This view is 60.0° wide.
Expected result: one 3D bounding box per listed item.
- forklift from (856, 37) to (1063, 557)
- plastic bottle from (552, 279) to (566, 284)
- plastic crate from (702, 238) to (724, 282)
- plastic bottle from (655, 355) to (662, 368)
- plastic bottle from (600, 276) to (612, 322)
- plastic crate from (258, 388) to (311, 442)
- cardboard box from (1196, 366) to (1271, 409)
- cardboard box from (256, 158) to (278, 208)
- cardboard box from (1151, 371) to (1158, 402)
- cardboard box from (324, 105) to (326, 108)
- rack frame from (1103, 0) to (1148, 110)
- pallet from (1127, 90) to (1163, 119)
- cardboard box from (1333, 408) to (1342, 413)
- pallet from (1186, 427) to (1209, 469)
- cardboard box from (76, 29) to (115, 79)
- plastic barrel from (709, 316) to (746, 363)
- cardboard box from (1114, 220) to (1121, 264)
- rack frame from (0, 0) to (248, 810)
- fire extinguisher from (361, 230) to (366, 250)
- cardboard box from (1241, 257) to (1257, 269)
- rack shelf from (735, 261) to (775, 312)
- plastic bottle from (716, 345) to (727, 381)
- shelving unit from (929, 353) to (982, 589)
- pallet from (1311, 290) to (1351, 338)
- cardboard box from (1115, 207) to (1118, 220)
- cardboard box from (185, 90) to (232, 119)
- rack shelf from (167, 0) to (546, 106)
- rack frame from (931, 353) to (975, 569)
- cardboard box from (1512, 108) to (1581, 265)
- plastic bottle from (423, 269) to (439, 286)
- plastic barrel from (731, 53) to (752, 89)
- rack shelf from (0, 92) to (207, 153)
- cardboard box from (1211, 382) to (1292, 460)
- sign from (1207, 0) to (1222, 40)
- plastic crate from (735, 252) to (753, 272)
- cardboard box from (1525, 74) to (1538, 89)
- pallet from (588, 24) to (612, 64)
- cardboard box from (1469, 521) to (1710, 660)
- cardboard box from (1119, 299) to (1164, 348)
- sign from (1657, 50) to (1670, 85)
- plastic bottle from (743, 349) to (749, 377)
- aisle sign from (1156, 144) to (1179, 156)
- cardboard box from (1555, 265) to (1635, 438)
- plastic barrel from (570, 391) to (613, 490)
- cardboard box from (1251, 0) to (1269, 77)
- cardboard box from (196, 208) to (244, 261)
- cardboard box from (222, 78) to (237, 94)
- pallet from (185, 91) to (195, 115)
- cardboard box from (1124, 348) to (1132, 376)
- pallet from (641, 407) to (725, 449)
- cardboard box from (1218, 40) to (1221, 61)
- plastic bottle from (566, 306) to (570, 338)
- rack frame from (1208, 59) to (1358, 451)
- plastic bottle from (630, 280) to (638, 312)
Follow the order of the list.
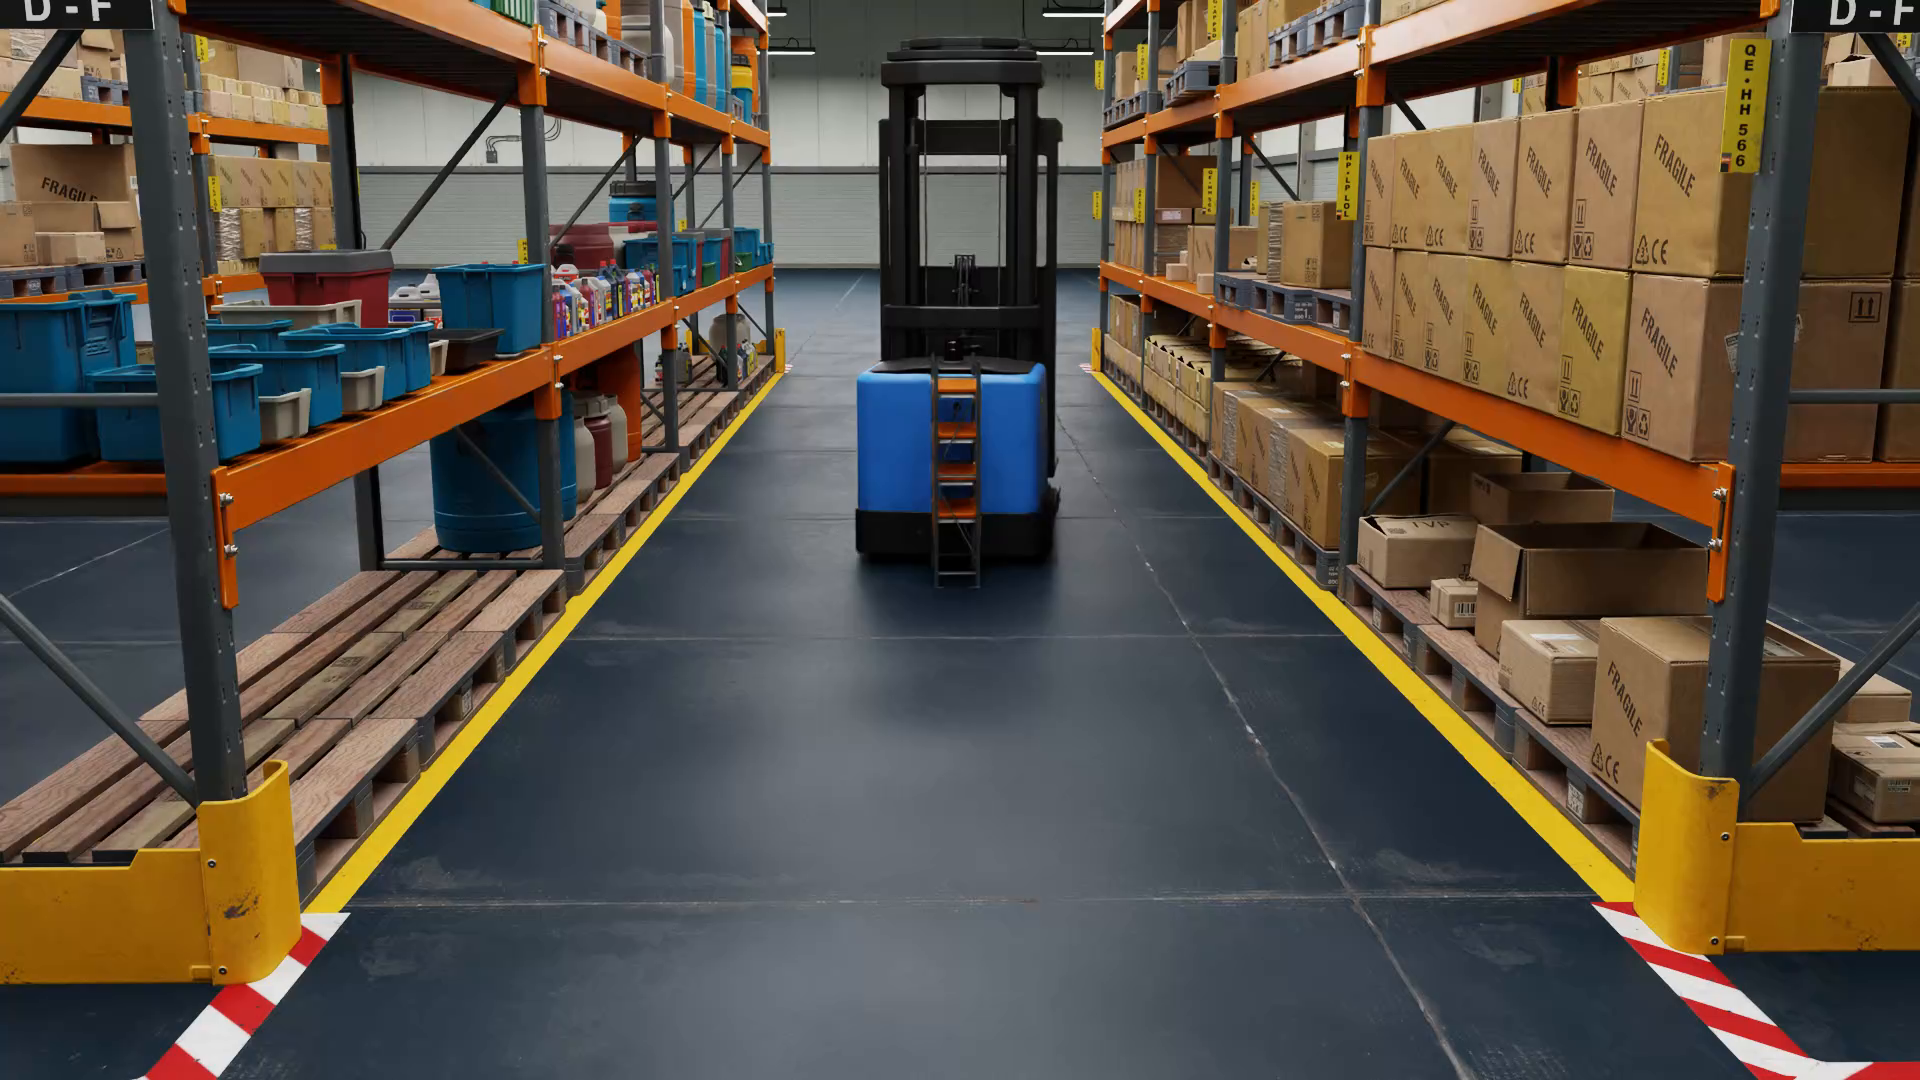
[{"bbox_3d":[0.078,-1.583,10.491,1.130,2.935,3.031,1,12,6],"label":"forklift"},{"bbox_3d":[-2.307,-1.357,9.517,0.152,0.276,0.135,0,11,-1],"label":"plastic bottle"},{"bbox_3d":[-2.338,-2.506,14.905,0.392,0.384,0.575,0,11,-1],"label":"plastic crate"},{"bbox_3d":[-3.012,-1.710,16.669,0.061,0.283,0.133,0,11,2],"label":"plastic bottle"},{"bbox_3d":[-2.136,-1.444,9.958,0.097,0.271,0.097,0,11,0],"label":"plastic bottle"},{"bbox_3d":[-2.024,-0.361,4.805,0.250,0.136,0.298,0,11,-1],"label":"plastic crate"},{"bbox_3d":[2.106,-1.192,12.839,0.500,0.311,0.500,0,11,0],"label":"cardboard box"},{"bbox_3d":[-7.401,-3.685,17.165,0.500,0.500,0.500,0,11,-1],"label":"cardboard box"},{"bbox_3d":[2.050,-1.426,15.405,0.500,0.250,0.500,0,11,0],"label":"cardboard box"},{"bbox_3d":[-7.389,-5.044,19.208,0.380,0.149,0.250,0,11,-1],"label":"cardboard box"},{"bbox_3d":[2.198,-6.486,19.397,1.000,3.000,0.127,0,11,-1],"label":"rack frame"},{"bbox_3d":[2.237,-4.347,16.620,1.003,0.211,1.213,0,11,-1],"label":"pallet"},{"bbox_3d":[2.644,-0.554,10.427,0.500,0.500,0.500,-1,11,-3],"label":"cardboard box"},{"bbox_3d":[2.385,-0.753,13.240,1.003,0.211,1.213,0,11,-1],"label":"pallet"},{"bbox_3d":[-7.693,-4.156,14.142,0.797,0.503,0.637,0,11,1],"label":"cardboard box"},{"bbox_3d":[-2.654,-2.283,18.968,0.421,0.512,0.421,0,11,0],"label":"plastic barrel"},{"bbox_3d":[2.194,-3.502,19.526,0.700,0.500,0.500,0,11,-1],"label":"cardboard box"},{"bbox_3d":[-2.424,-0.346,4.220,1.000,3.000,0.127,0,11,-1],"label":"rack frame"},{"bbox_3d":[-7.248,-3.493,19.926,0.296,0.674,0.183,0,11,-1],"label":"fire extinguisher"},{"bbox_3d":[2.399,-1.985,12.521,0.500,0.311,0.500,0,11,2],"label":"cardboard box"},{"bbox_3d":[-2.713,-2.776,18.009,1.077,0.370,4.000,0,11,-1],"label":"rack shelf"},{"bbox_3d":[-2.418,-1.810,16.994,0.144,0.351,0.185,0,11,-1],"label":"plastic bottle"},{"bbox_3d":[-0.026,-0.380,8.912,0.258,1.200,0.503,0,11,-3],"label":"shelving unit"},{"bbox_3d":[2.538,-1.226,9.040,1.003,0.211,1.213,0,11,-1],"label":"pallet"},{"bbox_3d":[1.999,-3.782,19.272,0.380,0.149,0.250,-1,11,-3],"label":"cardboard box"},{"bbox_3d":[-7.377,-4.198,16.040,0.500,0.250,0.500,-1,11,-3],"label":"cardboard box"},{"bbox_3d":[-2.466,-1.861,5.953,1.077,0.370,4.000,0,11,-1],"label":"rack shelf"},{"bbox_3d":[-0.038,-0.428,9.150,0.240,1.200,0.015,0,11,-3],"label":"rack frame"},{"bbox_3d":[2.217,-1.195,5.641,0.500,0.500,0.500,0,11,0],"label":"cardboard box"},{"bbox_3d":[-2.853,-1.298,9.038,0.144,0.351,0.185,0,11,-1],"label":"plastic bottle"},{"bbox_3d":[-2.604,-5.068,18.424,0.600,0.588,0.600,0,11,0],"label":"plastic barrel"},{"bbox_3d":[-7.583,-3.431,13.691,1.077,0.370,4.000,0,11,-1],"label":"rack shelf"},{"bbox_3d":[2.087,-0.855,11.908,0.500,0.500,0.500,0,11,1],"label":"cardboard box"},{"bbox_3d":[1.808,-3.717,11.795,0.100,0.325,0.005,0,11,-1],"label":"sign"},{"bbox_3d":[-2.418,-2.899,17.335,0.450,0.188,0.662,0,11,-1],"label":"plastic crate"},{"bbox_3d":[6.915,-5.508,19.306,0.500,0.500,0.500,-1,12,-5],"label":"cardboard box"},{"bbox_3d":[-2.647,-2.899,9.737,1.003,0.211,1.213,0,11,-1],"label":"pallet"},{"bbox_3d":[2.490,0.221,6.600,0.797,0.503,0.637,0,11,-1],"label":"cardboard box"},{"bbox_3d":[2.015,-2.366,18.151,0.500,0.500,0.500,0,11,-1],"label":"cardboard box"},{"bbox_3d":[6.690,-4.492,15.810,0.100,0.325,0.005,0,11,-1],"label":"sign"},{"bbox_3d":[-2.240,-1.848,17.351,0.061,0.283,0.133,0,11,1],"label":"plastic bottle"},{"bbox_3d":[2.490,-4.834,19.806,0.394,0.787,0.004,0,11,-1],"label":"aisle sign"},{"bbox_3d":[2.233,-0.606,5.248,0.500,0.500,0.500,0,11,-1],"label":"cardboard box"},{"bbox_3d":[-2.539,-0.639,10.671,0.600,0.588,0.708,0,11,-1],"label":"plastic barrel"},{"bbox_3d":[2.416,-3.287,10.921,0.910,0.500,0.500,0,11,-1],"label":"cardboard box"},{"bbox_3d":[-7.572,-2.995,16.280,0.875,0.500,0.500,0,11,-1],"label":"cardboard box"},{"bbox_3d":[-7.381,-4.476,16.406,0.380,0.149,0.250,0,11,-1],"label":"cardboard box"},{"bbox_3d":[-7.718,-3.966,14.991,1.213,0.211,1.003,0,11,-1],"label":"pallet"},{"bbox_3d":[2.027,-1.899,17.736,0.500,0.250,0.500,0,11,-1],"label":"cardboard box"},{"bbox_3d":[-2.589,-0.966,14.288,1.003,0.211,1.213,0,11,-1],"label":"pallet"},{"bbox_3d":[2.268,-3.752,12.787,0.500,0.250,0.500,0,11,0],"label":"cardboard box"},{"bbox_3d":[-2.111,-1.168,8.770,0.097,0.201,0.097,0,11,0],"label":"plastic bottle"},{"bbox_3d":[2.363,-1.956,12.155,1.000,3.000,0.127,0,11,-1],"label":"rack frame"},{"bbox_3d":[-2.156,-1.595,10.874,0.097,0.201,0.097,0,11,0],"label":"plastic bottle"}]
